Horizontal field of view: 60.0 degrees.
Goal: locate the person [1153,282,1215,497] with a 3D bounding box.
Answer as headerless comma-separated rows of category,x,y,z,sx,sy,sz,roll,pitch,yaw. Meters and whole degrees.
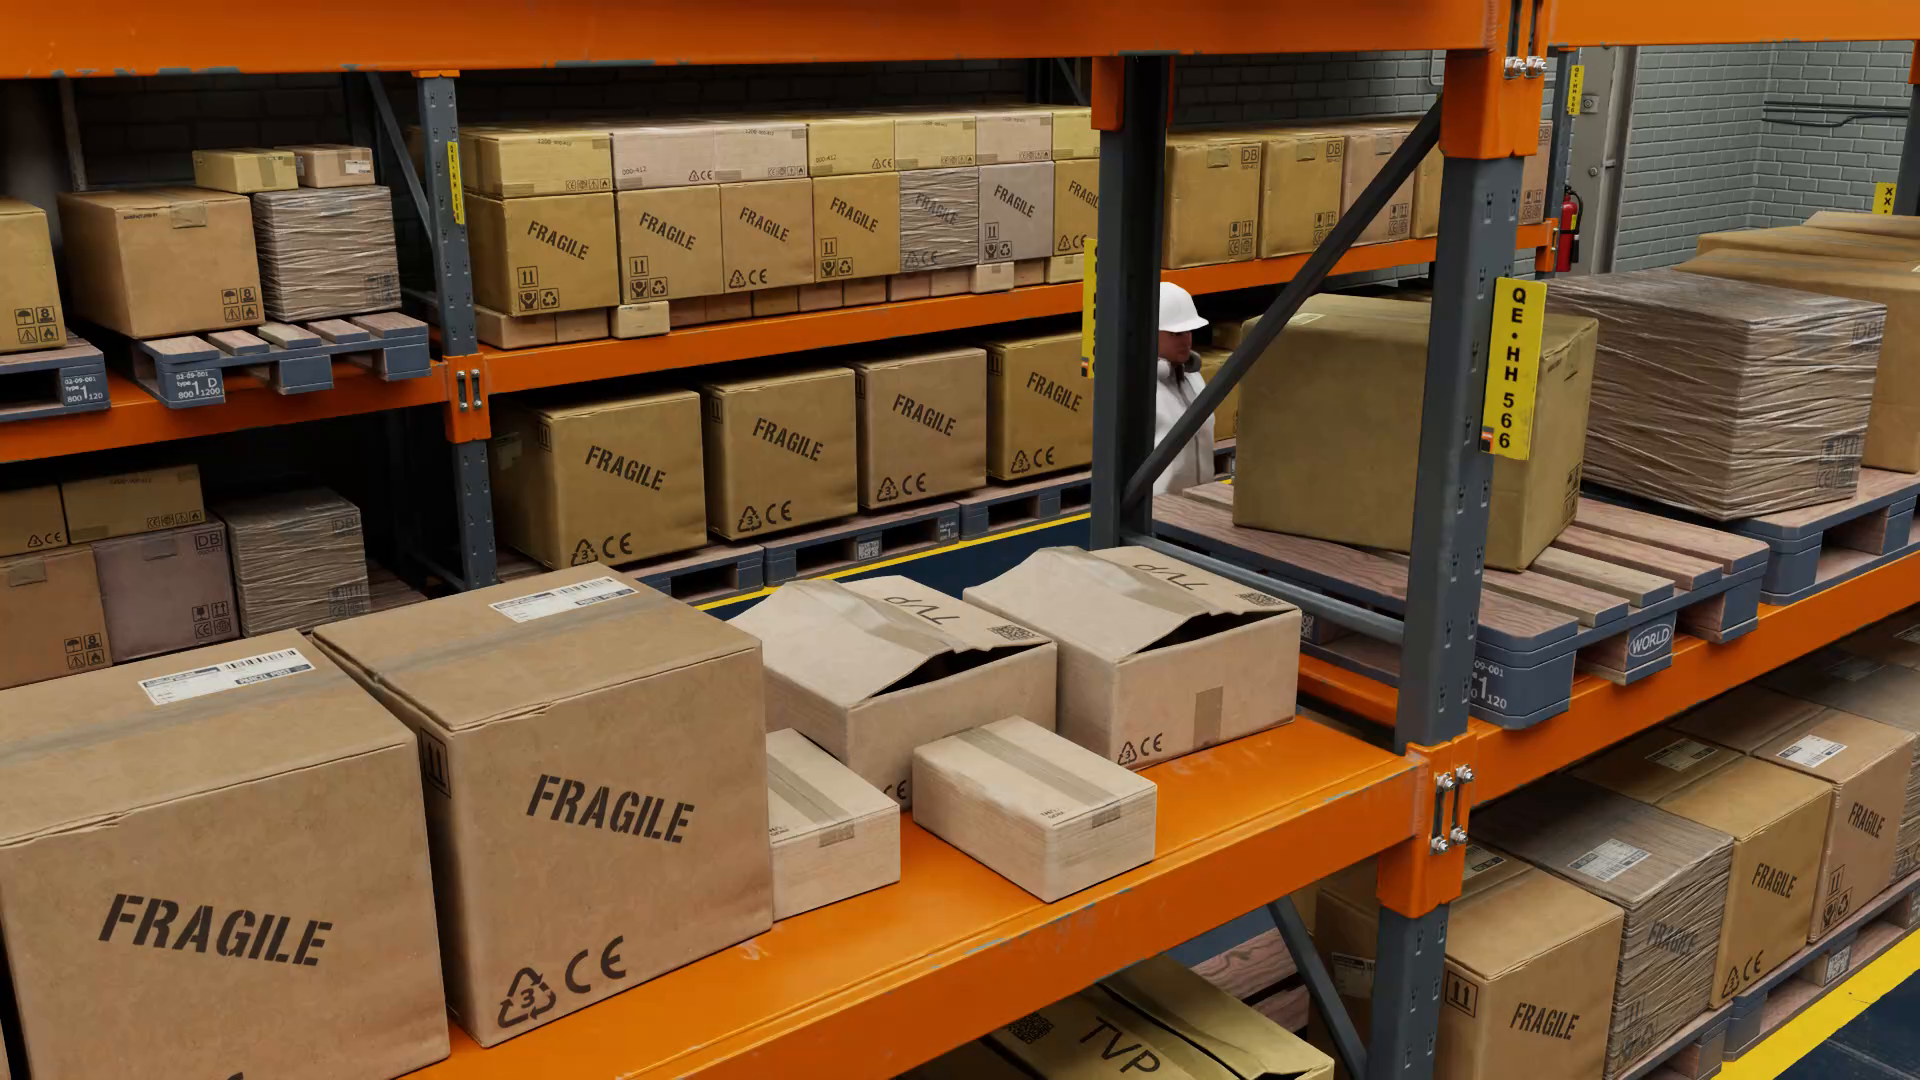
person,0.825,-0.064,6.203,0.572,1.783,0.573,14,23,38
